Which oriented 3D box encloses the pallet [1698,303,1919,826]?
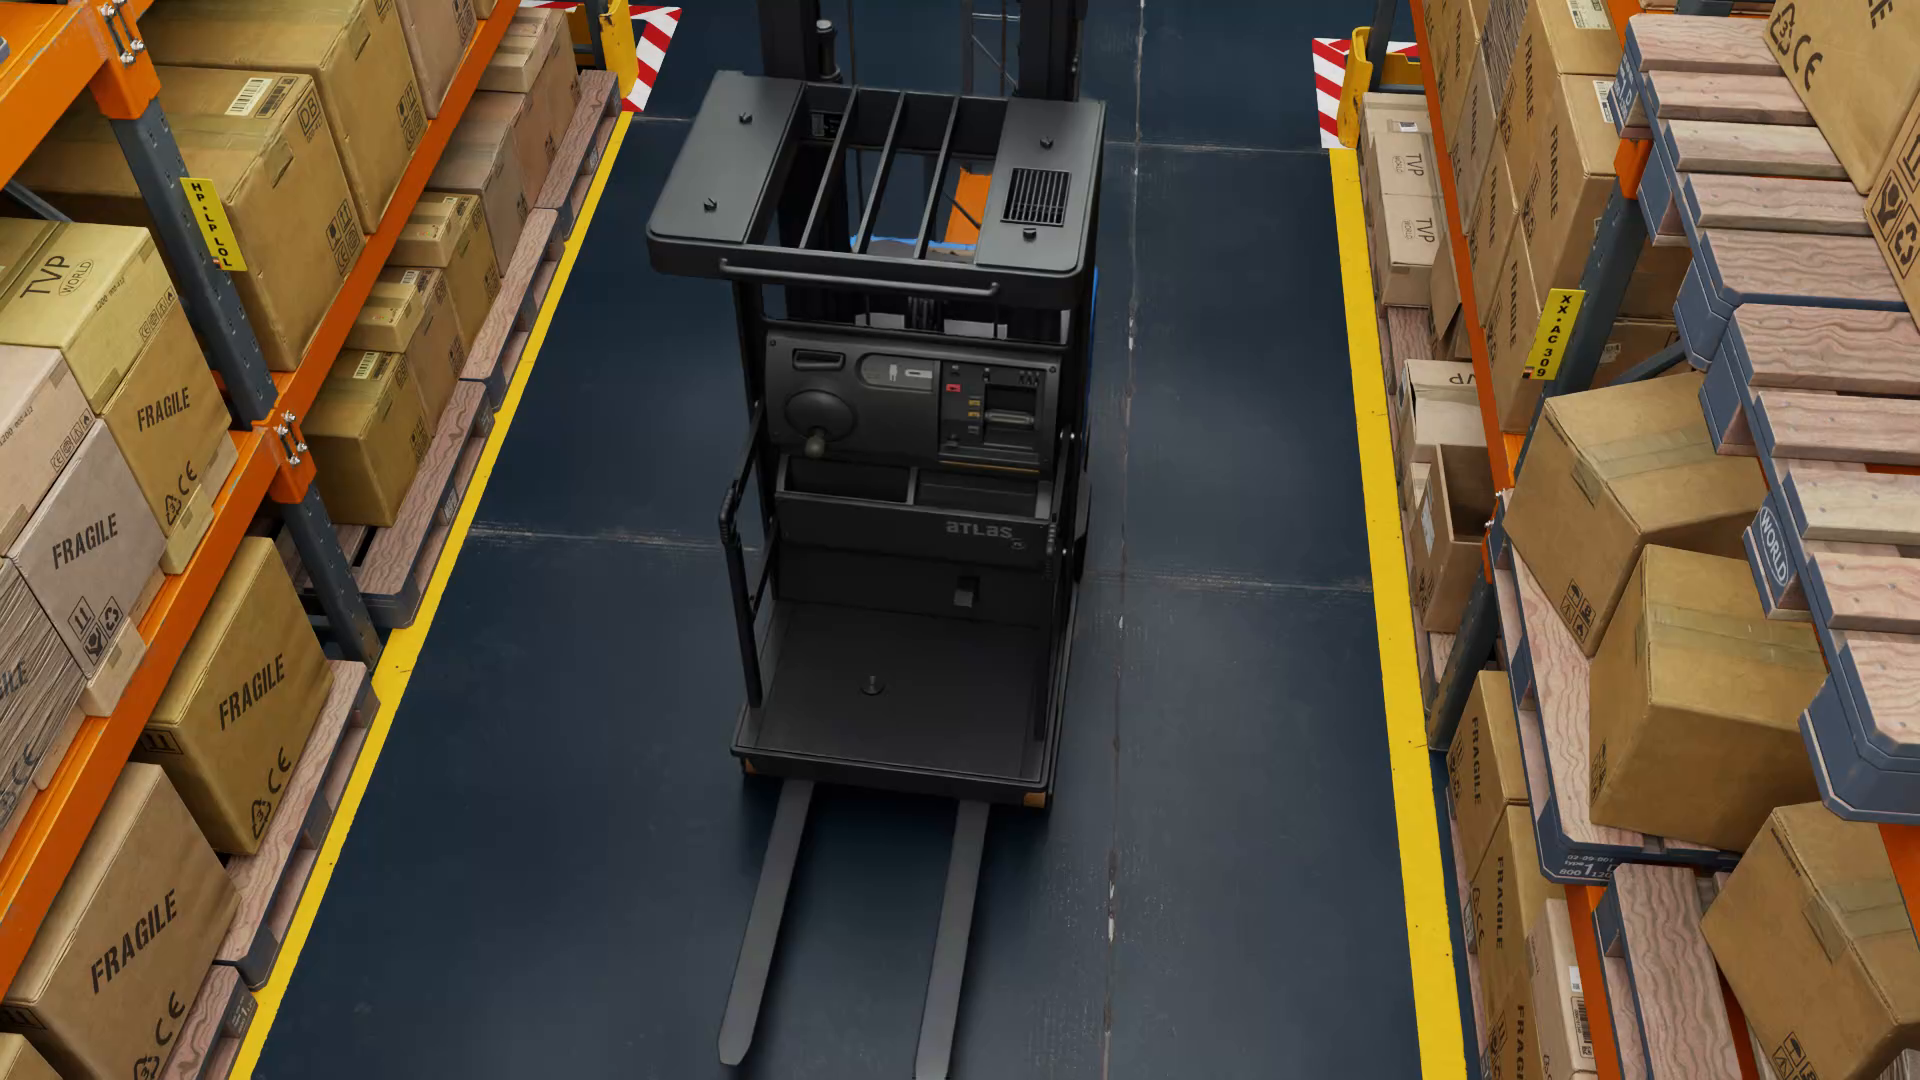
[{"bbox_3d":[1.993,0.035,2.806,1.213,0.211,1.003,4,48,4],"label":"pallet"}]

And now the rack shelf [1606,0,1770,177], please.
[{"bbox_3d":[2.396,-2.492,5.477,1.077,0.370,4.000,4,48,4],"label":"rack shelf"}]

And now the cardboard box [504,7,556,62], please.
[{"bbox_3d":[-2.150,-2.412,7.919,0.380,0.149,0.250,3,48,3],"label":"cardboard box"}]

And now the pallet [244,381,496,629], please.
[{"bbox_3d":[-2.573,-0.196,6.812,1.003,0.211,1.213,4,48,4],"label":"pallet"}]

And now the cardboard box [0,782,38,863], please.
[{"bbox_3d":[-2.628,0.693,4.266,0.380,0.149,0.250,3,48,2],"label":"cardboard box"}]

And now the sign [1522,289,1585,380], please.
[{"bbox_3d":[1.672,-0.576,4.683,0.100,0.325,0.005,4,48,4],"label":"sign"}]

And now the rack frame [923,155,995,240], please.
[{"bbox_3d":[0.113,-0.964,6.642,0.500,1.500,0.032,6,48,6],"label":"rack frame"}]

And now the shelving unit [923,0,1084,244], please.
[{"bbox_3d":[0.187,-1.342,6.987,0.587,1.500,1.083,6,48,6],"label":"shelving unit"}]

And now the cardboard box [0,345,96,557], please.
[{"bbox_3d":[-2.564,-0.242,4.173,0.500,0.250,0.500,5,48,4],"label":"cardboard box"}]

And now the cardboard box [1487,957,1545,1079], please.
[{"bbox_3d":[1.836,1.541,4.730,0.500,0.500,0.500,4,48,4],"label":"cardboard box"}]

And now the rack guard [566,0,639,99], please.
[{"bbox_3d":[-2.353,-2.697,8.903,1.175,0.500,0.348,4,48,4],"label":"rack guard"}]

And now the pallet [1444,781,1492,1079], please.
[{"bbox_3d":[2.177,1.289,5.454,1.003,0.211,1.213,4,48,4],"label":"pallet"}]

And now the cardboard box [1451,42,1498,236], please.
[{"bbox_3d":[2.093,-1.428,5.981,0.500,0.500,0.500,5,48,4],"label":"cardboard box"}]

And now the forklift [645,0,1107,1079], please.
[{"bbox_3d":[-0.181,-0.327,5.089,1.130,2.935,3.031,6,48,6],"label":"forklift"}]

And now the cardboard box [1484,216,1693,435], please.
[{"bbox_3d":[2.003,-0.671,5.289,0.500,0.500,0.500,5,48,4],"label":"cardboard box"}]

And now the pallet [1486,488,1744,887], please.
[{"bbox_3d":[2.032,0.392,4.515,1.003,0.211,1.213,4,48,4],"label":"pallet"}]

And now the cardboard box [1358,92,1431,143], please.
[{"bbox_3d":[2.197,-2.094,8.292,0.380,0.149,0.250,4,48,4],"label":"cardboard box"}]

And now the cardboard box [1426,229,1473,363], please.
[{"bbox_3d":[2.379,-0.940,6.996,0.797,0.503,0.637,4,48,4],"label":"cardboard box"}]

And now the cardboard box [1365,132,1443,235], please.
[{"bbox_3d":[2.200,-1.665,7.831,0.500,0.250,0.500,4,48,4],"label":"cardboard box"}]

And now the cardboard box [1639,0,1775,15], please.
[{"bbox_3d":[1.993,-1.590,4.266,0.500,0.250,0.500,4,48,4],"label":"cardboard box"}]

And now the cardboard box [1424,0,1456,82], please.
[{"bbox_3d":[2.184,-2.169,6.660,0.500,0.500,0.500,4,48,3],"label":"cardboard box"}]

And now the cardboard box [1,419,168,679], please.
[{"bbox_3d":[-2.548,0.008,4.453,0.500,0.500,0.500,4,48,4],"label":"cardboard box"}]

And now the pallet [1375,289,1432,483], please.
[{"bbox_3d":[2.385,-0.715,7.287,1.003,0.211,1.213,4,48,4],"label":"pallet"}]

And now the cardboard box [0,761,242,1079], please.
[{"bbox_3d":[-2.728,1.140,4.872,0.750,0.750,0.750,5,48,5],"label":"cardboard box"}]

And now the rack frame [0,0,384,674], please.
[{"bbox_3d":[-2.720,-0.583,5.277,1.000,3.000,0.127,4,48,4],"label":"rack frame"}]

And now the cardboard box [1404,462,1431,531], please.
[{"bbox_3d":[1.957,-0.157,6.520,0.380,0.149,0.250,4,48,4],"label":"cardboard box"}]

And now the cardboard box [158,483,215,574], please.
[{"bbox_3d":[-2.468,-0.051,4.946,0.380,0.149,0.250,5,48,4],"label":"cardboard box"}]

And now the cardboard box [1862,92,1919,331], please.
[{"bbox_3d":[2.056,-0.617,2.854,0.600,0.600,0.600,3,48,3],"label":"cardboard box"}]

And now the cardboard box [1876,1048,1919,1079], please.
[{"bbox_3d":[2.067,1.381,3.127,0.700,0.500,0.500,12,49,11],"label":"cardboard box"}]

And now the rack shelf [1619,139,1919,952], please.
[{"bbox_3d":[2.031,0.447,2.789,1.077,0.370,4.000,4,48,4],"label":"rack shelf"}]

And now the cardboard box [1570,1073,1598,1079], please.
[{"bbox_3d":[1.790,1.632,4.138,0.500,0.250,0.500,3,48,3],"label":"cardboard box"}]

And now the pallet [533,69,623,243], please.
[{"bbox_3d":[-2.350,-1.989,8.452,1.003,0.211,1.213,4,48,4],"label":"pallet"}]

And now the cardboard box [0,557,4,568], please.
[{"bbox_3d":[-2.611,0.133,3.830,0.500,0.250,0.500,5,48,4],"label":"cardboard box"}]

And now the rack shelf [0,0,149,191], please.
[{"bbox_3d":[-2.902,0.117,3.091,1.077,0.370,4.000,4,48,4],"label":"rack shelf"}]

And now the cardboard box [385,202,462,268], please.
[{"bbox_3d":[-2.290,-1.266,6.871,0.380,0.149,0.250,3,48,2],"label":"cardboard box"}]

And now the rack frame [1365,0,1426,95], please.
[{"bbox_3d":[2.578,-3.192,7.663,1.000,3.000,0.127,4,48,4],"label":"rack frame"}]

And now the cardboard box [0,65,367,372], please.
[{"bbox_3d":[-2.654,-1.082,5.529,0.980,0.700,0.700,5,48,4],"label":"cardboard box"}]

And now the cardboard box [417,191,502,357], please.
[{"bbox_3d":[-2.452,-1.170,7.223,0.700,0.500,0.500,5,48,4],"label":"cardboard box"}]

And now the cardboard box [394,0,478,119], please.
[{"bbox_3d":[-2.526,-2.153,6.509,0.980,0.700,0.700,2,48,2],"label":"cardboard box"}]

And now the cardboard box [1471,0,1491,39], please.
[{"bbox_3d":[2.139,-2.130,5.946,0.500,0.500,0.500,3,48,3],"label":"cardboard box"}]

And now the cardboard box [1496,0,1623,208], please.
[{"bbox_3d":[2.046,-1.390,5.269,0.500,0.500,0.500,3,48,3],"label":"cardboard box"}]

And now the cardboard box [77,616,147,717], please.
[{"bbox_3d":[-2.502,0.335,4.594,0.380,0.149,0.250,4,48,4],"label":"cardboard box"}]

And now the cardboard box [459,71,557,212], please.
[{"bbox_3d":[-2.365,-1.932,7.919,0.700,0.500,0.500,4,48,3],"label":"cardboard box"}]

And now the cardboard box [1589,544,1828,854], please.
[{"bbox_3d":[1.948,0.414,4.012,0.700,0.500,0.500,11,48,10],"label":"cardboard box"}]

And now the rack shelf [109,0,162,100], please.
[{"bbox_3d":[-2.538,-2.822,5.779,1.077,0.370,4.000,4,48,4],"label":"rack shelf"}]

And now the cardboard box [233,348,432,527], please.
[{"bbox_3d":[-2.550,-0.424,6.540,0.700,0.500,0.500,4,48,4],"label":"cardboard box"}]

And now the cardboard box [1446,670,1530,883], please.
[{"bbox_3d":[1.927,0.781,5.424,0.500,0.500,0.500,2,48,2],"label":"cardboard box"}]

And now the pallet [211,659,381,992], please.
[{"bbox_3d":[-2.715,0.930,5.782,1.003,0.211,1.213,4,48,4],"label":"pallet"}]
